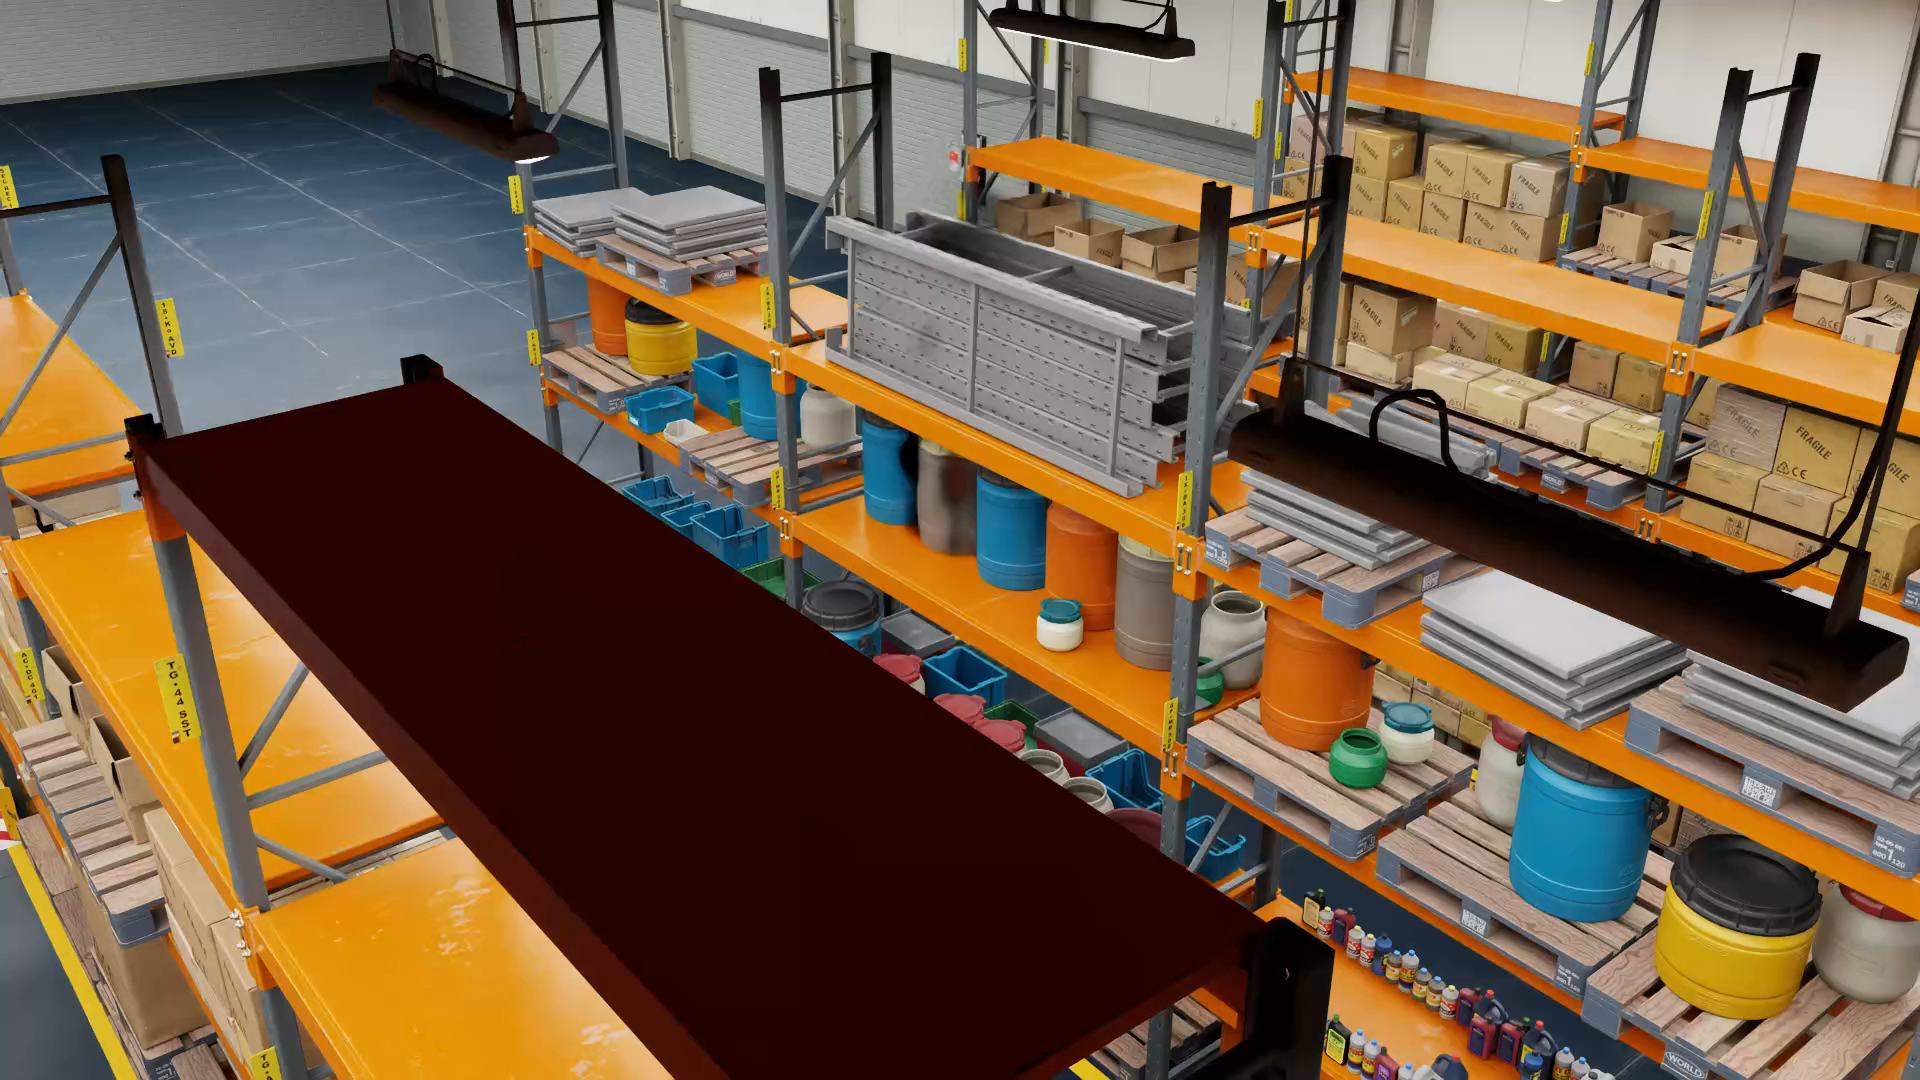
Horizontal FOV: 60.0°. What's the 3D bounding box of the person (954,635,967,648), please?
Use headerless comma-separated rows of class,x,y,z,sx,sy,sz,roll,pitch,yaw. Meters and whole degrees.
person,-0.146,0.778,14.649,0.743,1.709,0.745,-17,31,-31
